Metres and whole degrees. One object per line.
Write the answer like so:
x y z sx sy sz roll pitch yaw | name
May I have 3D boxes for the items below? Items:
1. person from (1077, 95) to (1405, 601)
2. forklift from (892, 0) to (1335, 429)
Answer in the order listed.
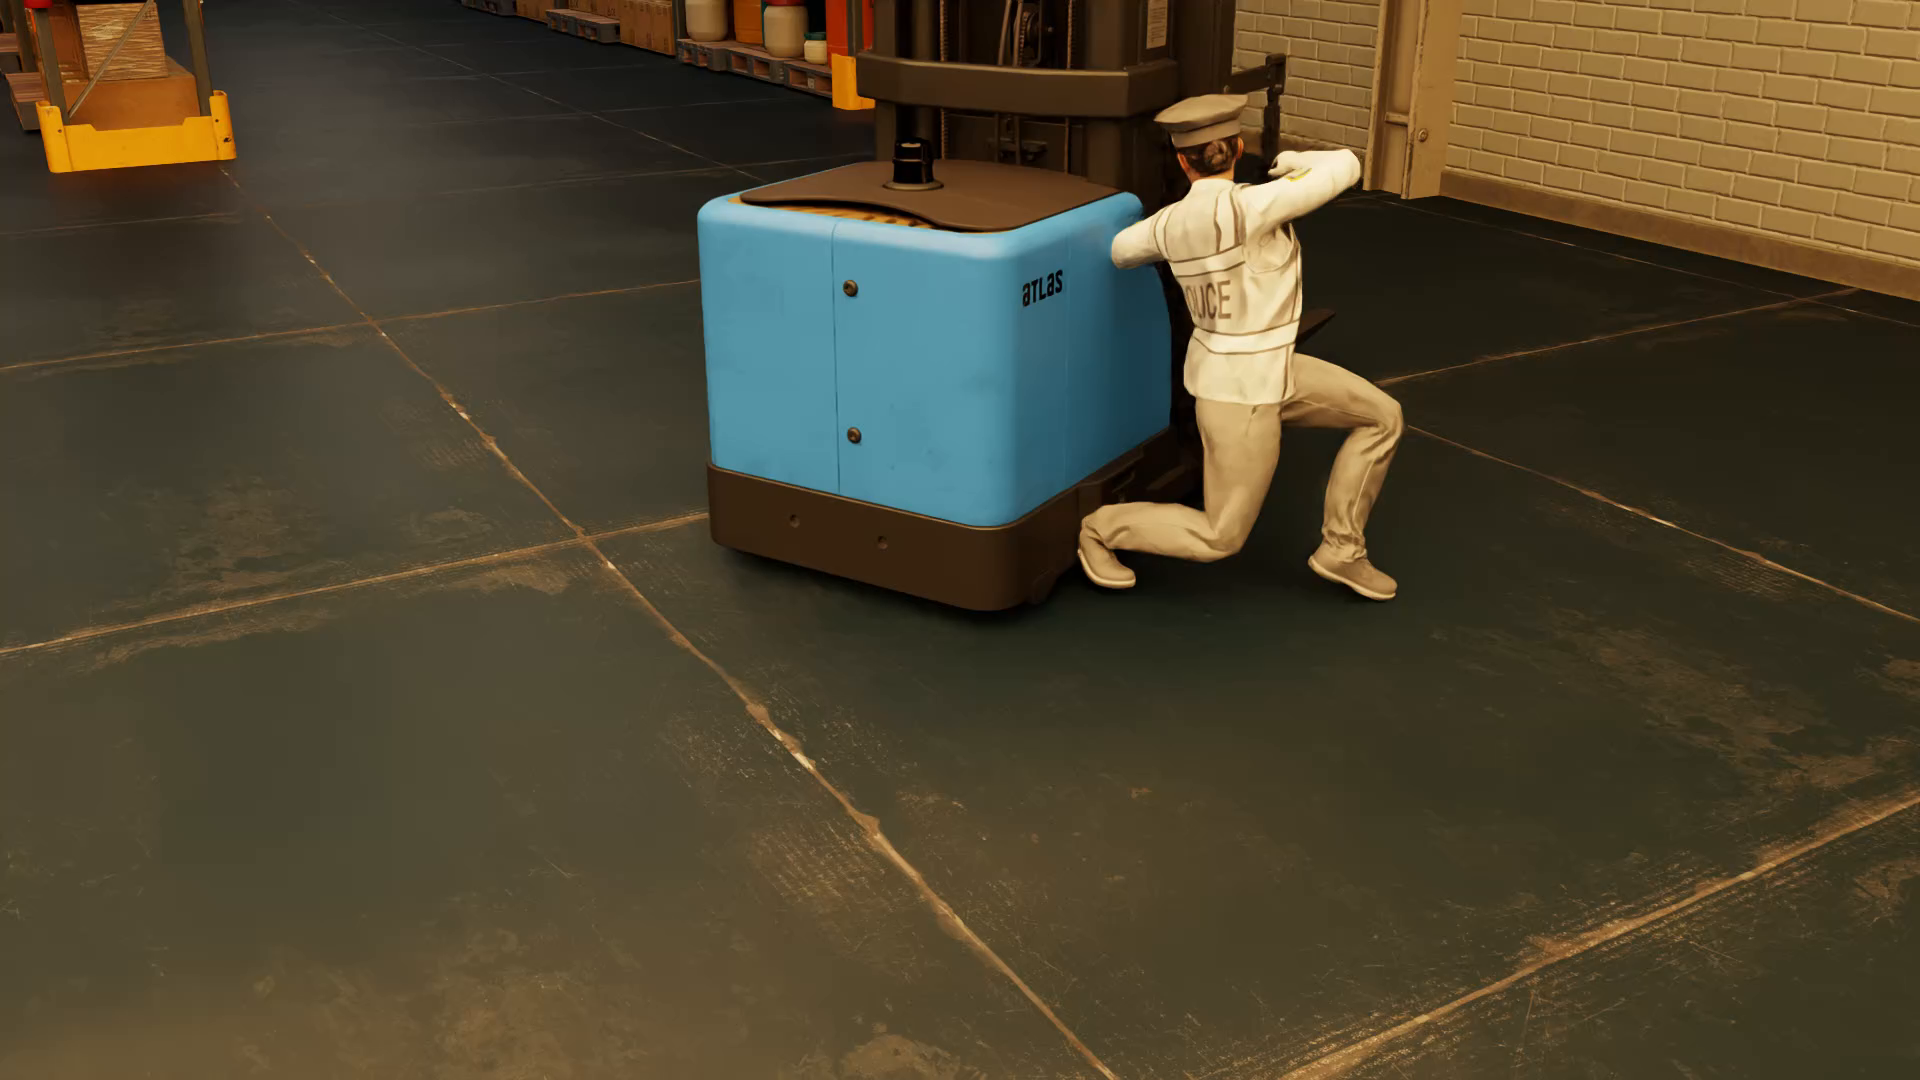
0.763 -0.558 4.679 0.953 1.378 0.823 0 22 -1 | person
0.464 -1.673 5.352 1.121 2.935 3.031 13 26 29 | forklift
